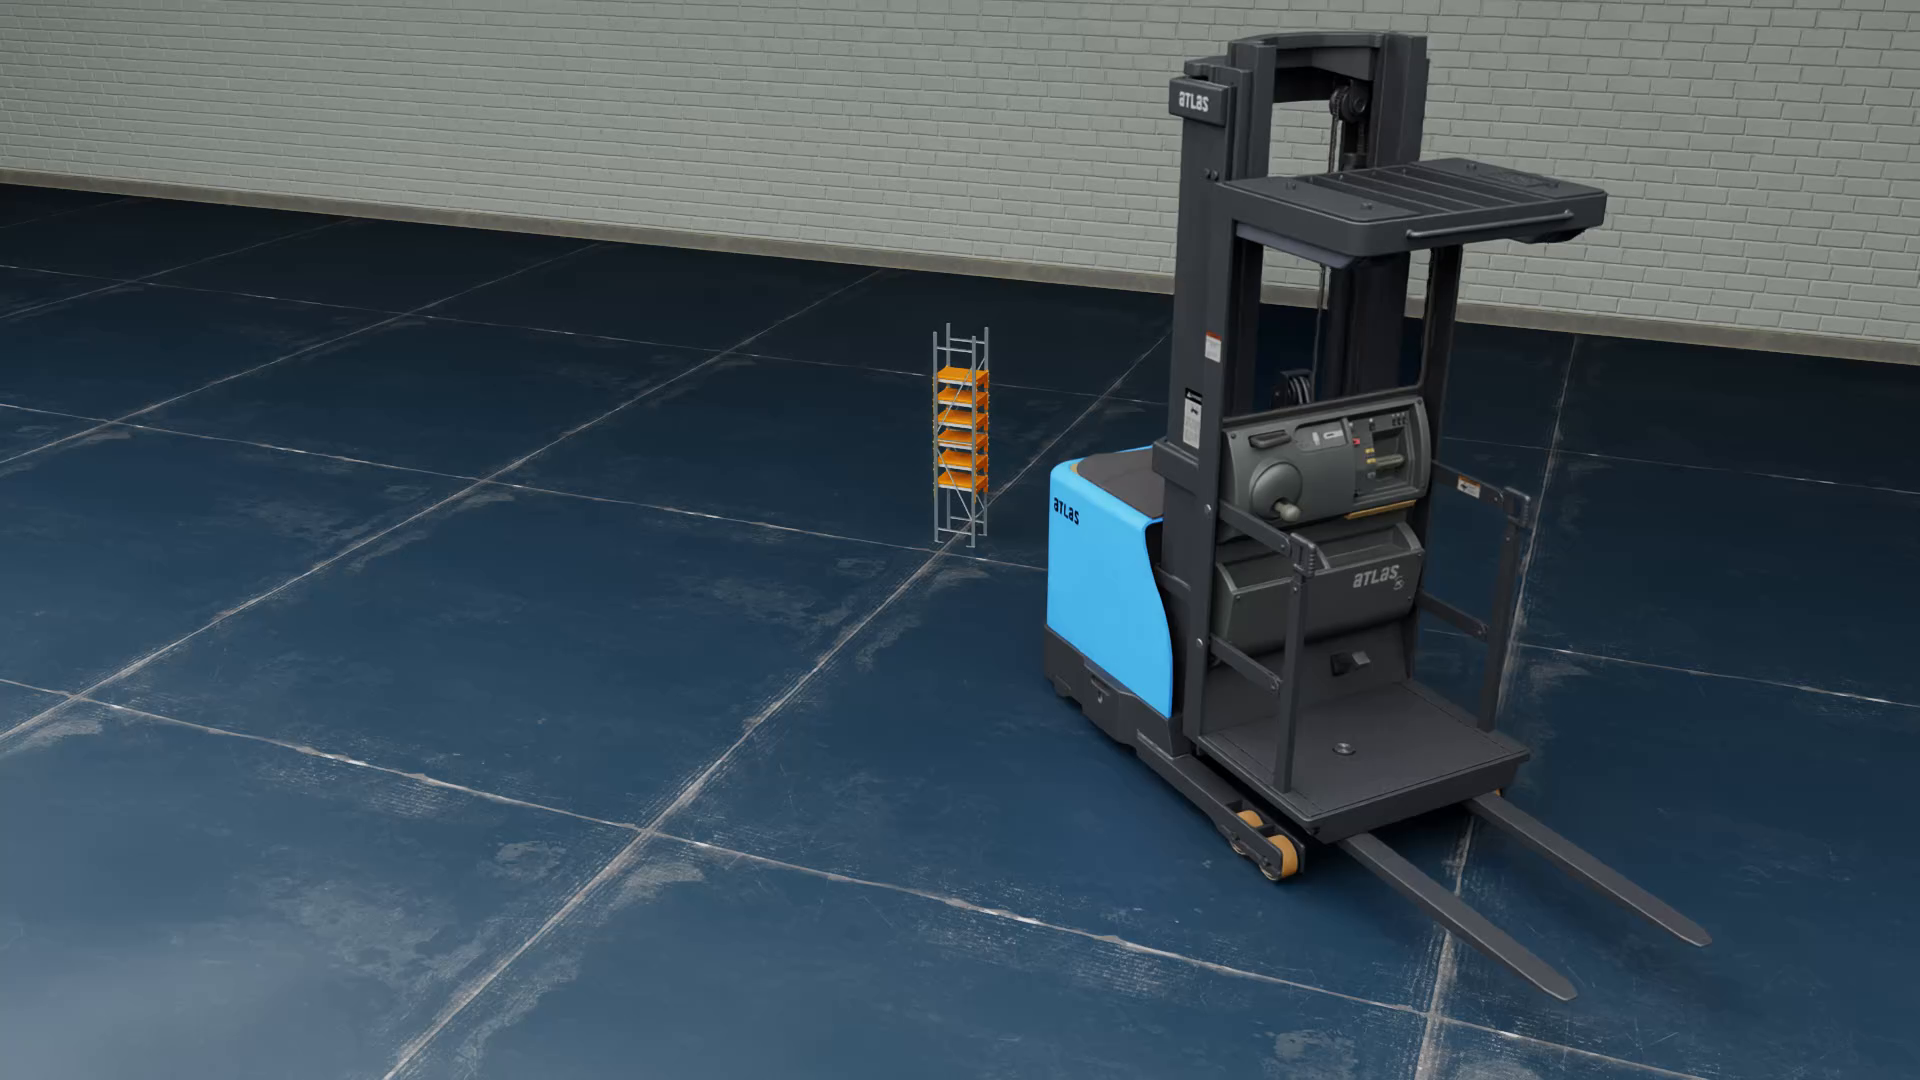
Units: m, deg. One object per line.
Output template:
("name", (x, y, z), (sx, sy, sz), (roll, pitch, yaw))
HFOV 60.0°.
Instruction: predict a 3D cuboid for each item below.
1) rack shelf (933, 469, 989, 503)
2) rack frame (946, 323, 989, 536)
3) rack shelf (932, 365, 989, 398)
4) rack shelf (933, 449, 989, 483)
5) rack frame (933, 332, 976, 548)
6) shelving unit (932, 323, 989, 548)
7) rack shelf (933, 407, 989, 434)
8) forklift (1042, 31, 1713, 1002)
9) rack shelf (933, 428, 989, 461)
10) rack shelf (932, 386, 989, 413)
("rack shelf", (0.005, -0.296, 9.141), (0.258, 0.103, 0.180), (9, 24, 20))
("rack frame", (0.039, -0.592, 9.110), (0.240, 1.200, 0.006), (9, 24, 20))
("rack shelf", (0.005, -0.850, 8.910), (0.258, 0.103, 0.180), (9, 24, 20))
("rack shelf", (0.005, -0.407, 9.095), (0.258, 0.103, 0.180), (9, 24, 20))
("rack frame", (-0.029, -0.526, 8.953), (0.240, 1.200, 0.006), (9, 24, 20))
("shelving unit", (0.005, -0.559, 9.031), (0.258, 1.200, 0.189), (9, 24, 20))
("rack shelf", (0.005, -0.629, 9.002), (0.258, 0.103, 0.180), (9, 24, 20))
("forklift", (1.501, -0.279, 6.115), (1.130, 2.935, 3.031), (-11, 25, -25))
("rack shelf", (0.005, -0.518, 9.048), (0.258, 0.103, 0.180), (9, 24, 20))
("rack shelf", (0.005, -0.739, 8.956), (0.258, 0.103, 0.180), (9, 24, 20))
